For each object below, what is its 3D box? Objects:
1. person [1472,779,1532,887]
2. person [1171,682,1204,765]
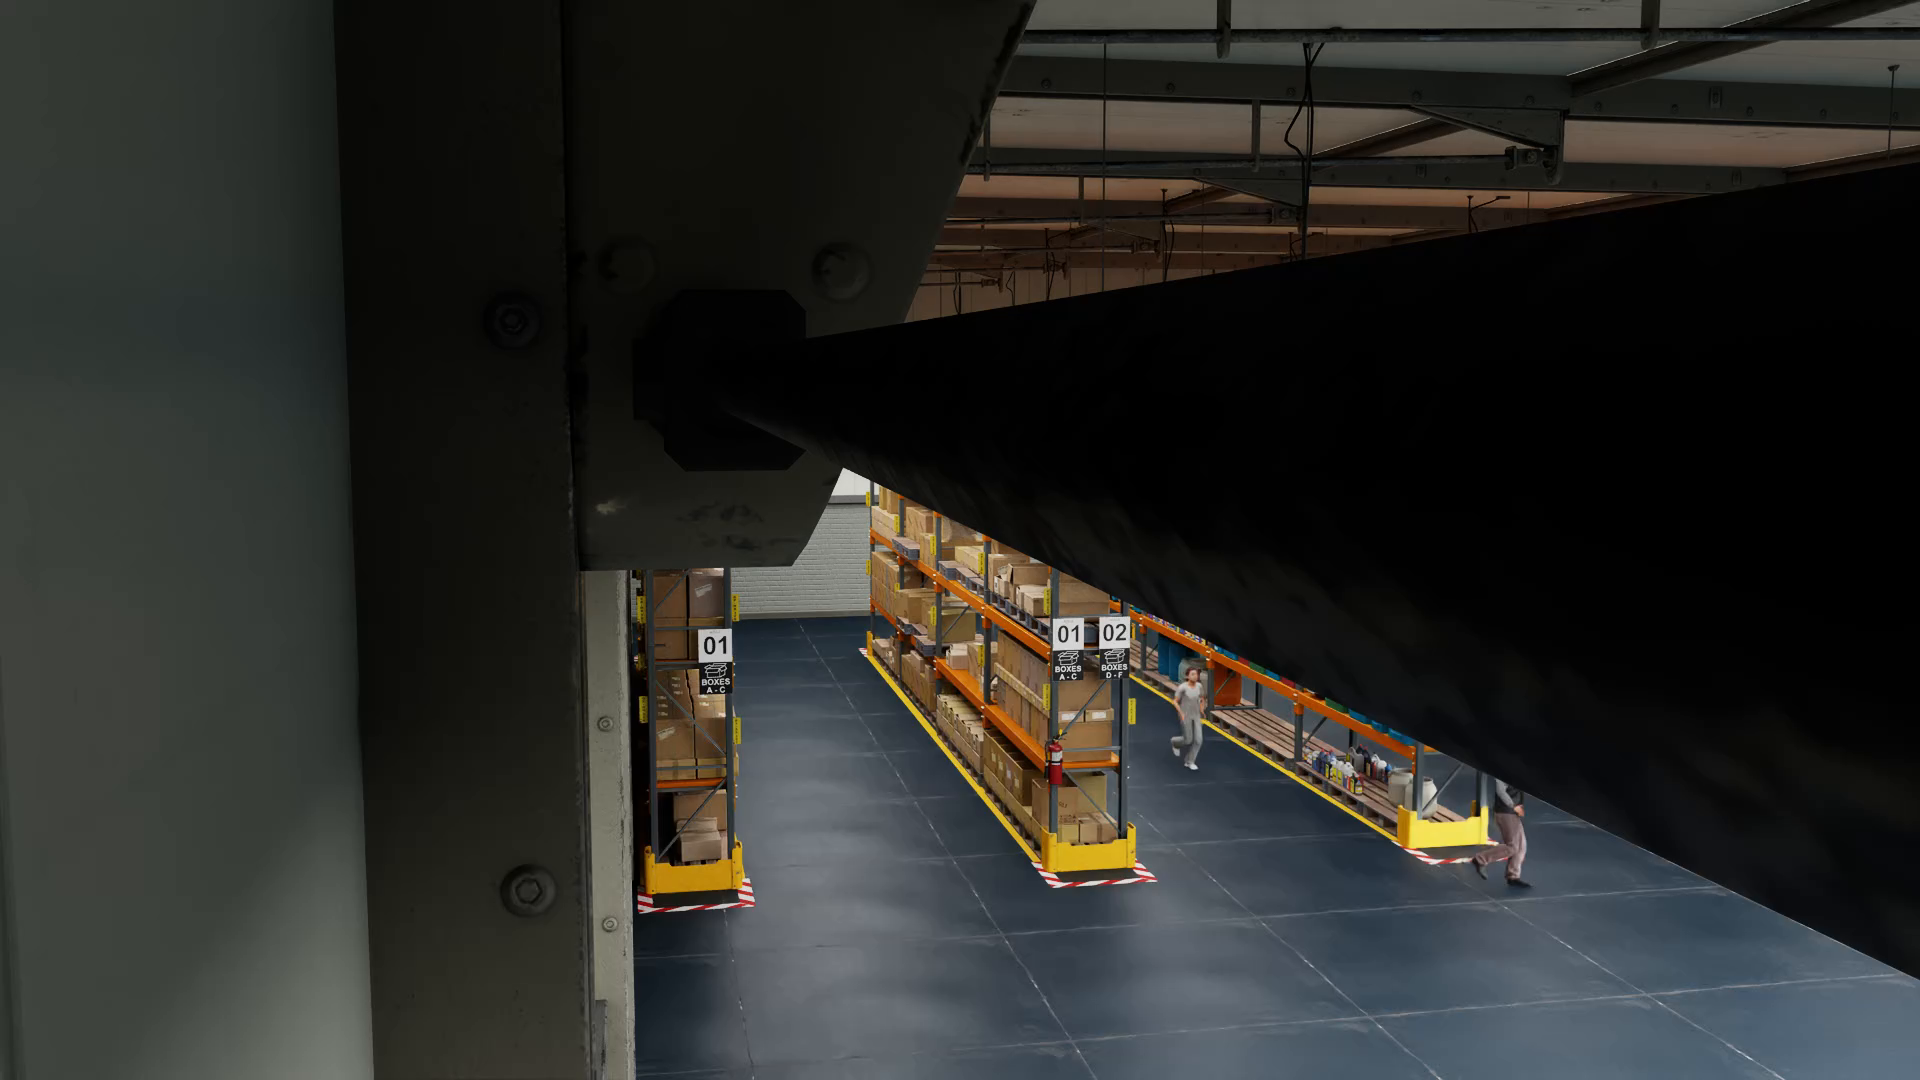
[{"bbox_3d":[6.704,3.368,20.468,0.714,1.684,0.700,2,6,21],"label":"person"},{"bbox_3d":[3.613,2.881,26.295,0.527,1.317,0.555,-2,6,-22],"label":"person"}]
